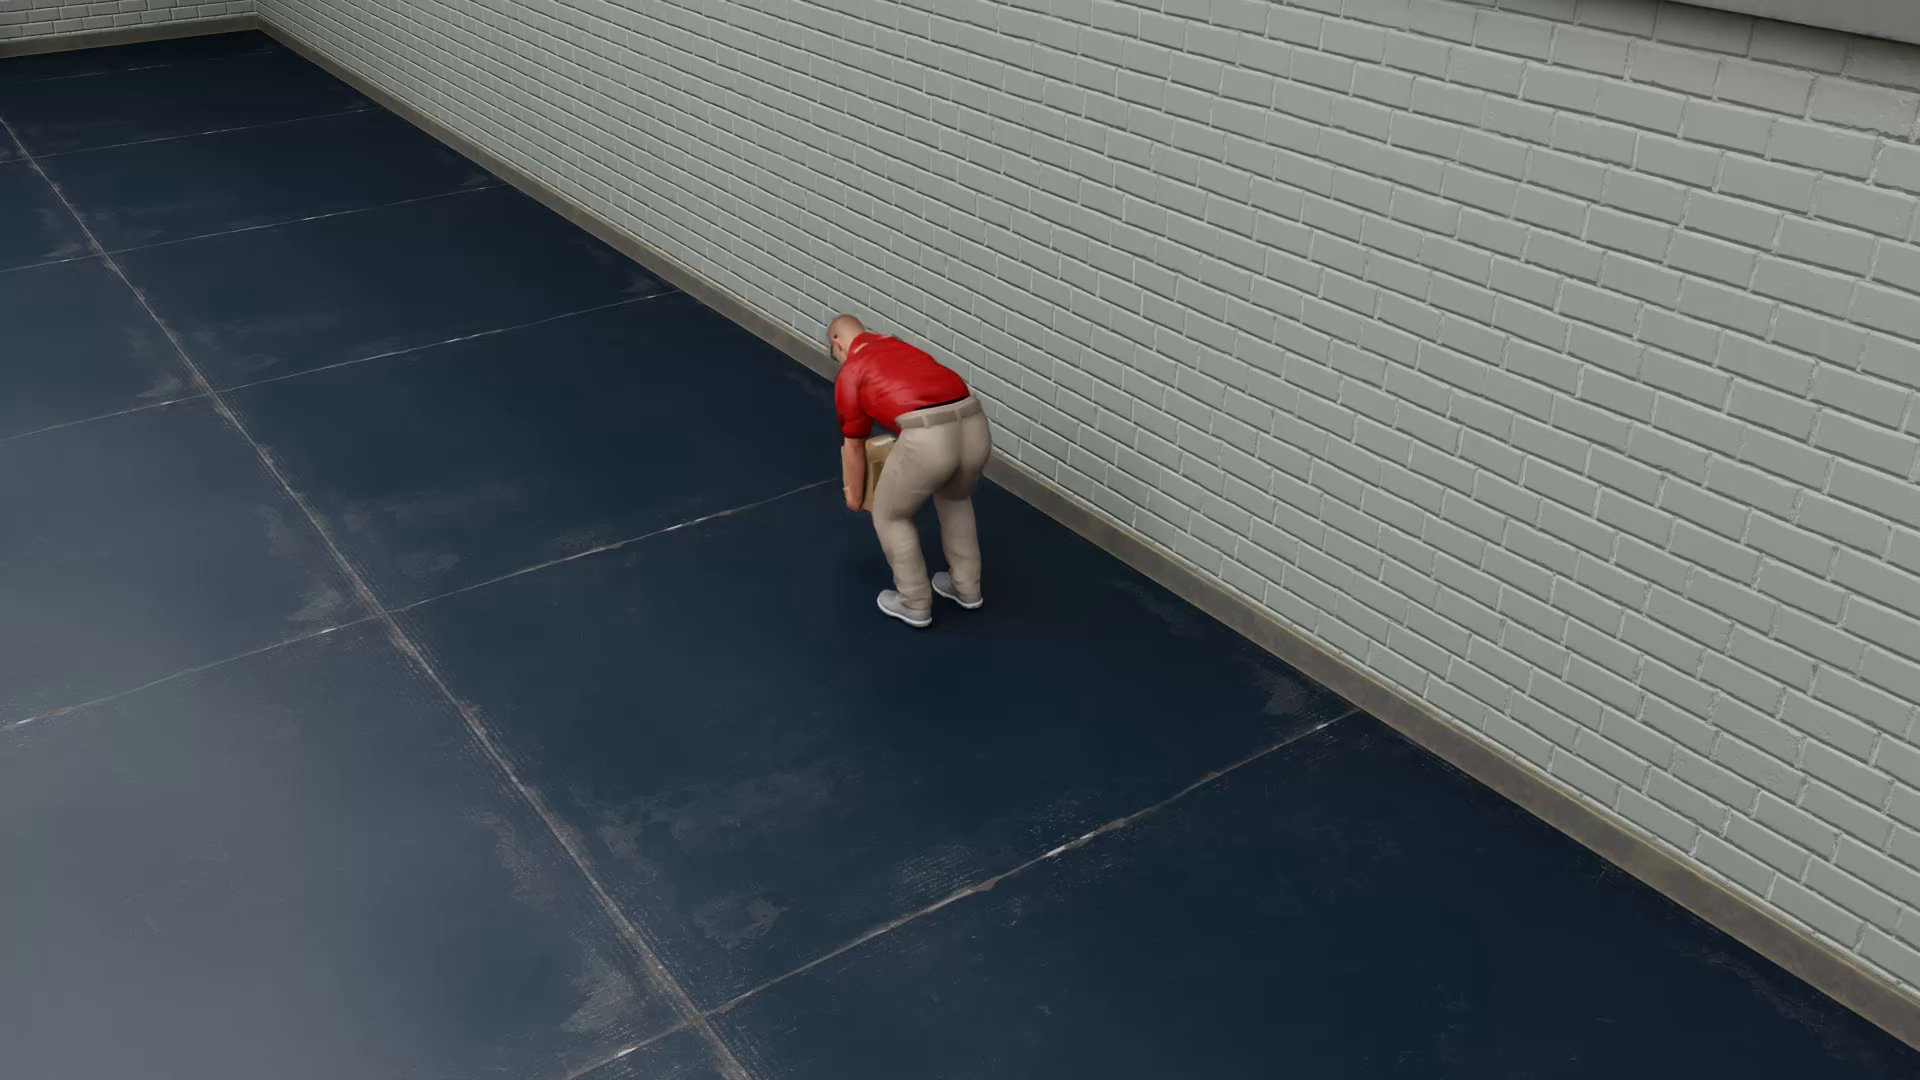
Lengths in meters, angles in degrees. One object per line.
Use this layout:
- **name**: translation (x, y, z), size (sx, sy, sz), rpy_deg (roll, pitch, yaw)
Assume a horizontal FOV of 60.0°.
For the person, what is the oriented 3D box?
- **person**: translation (-0.257, -0.317, 7.286), size (0.487, 1.196, 0.940), rpy_deg (-20, 34, -32)
